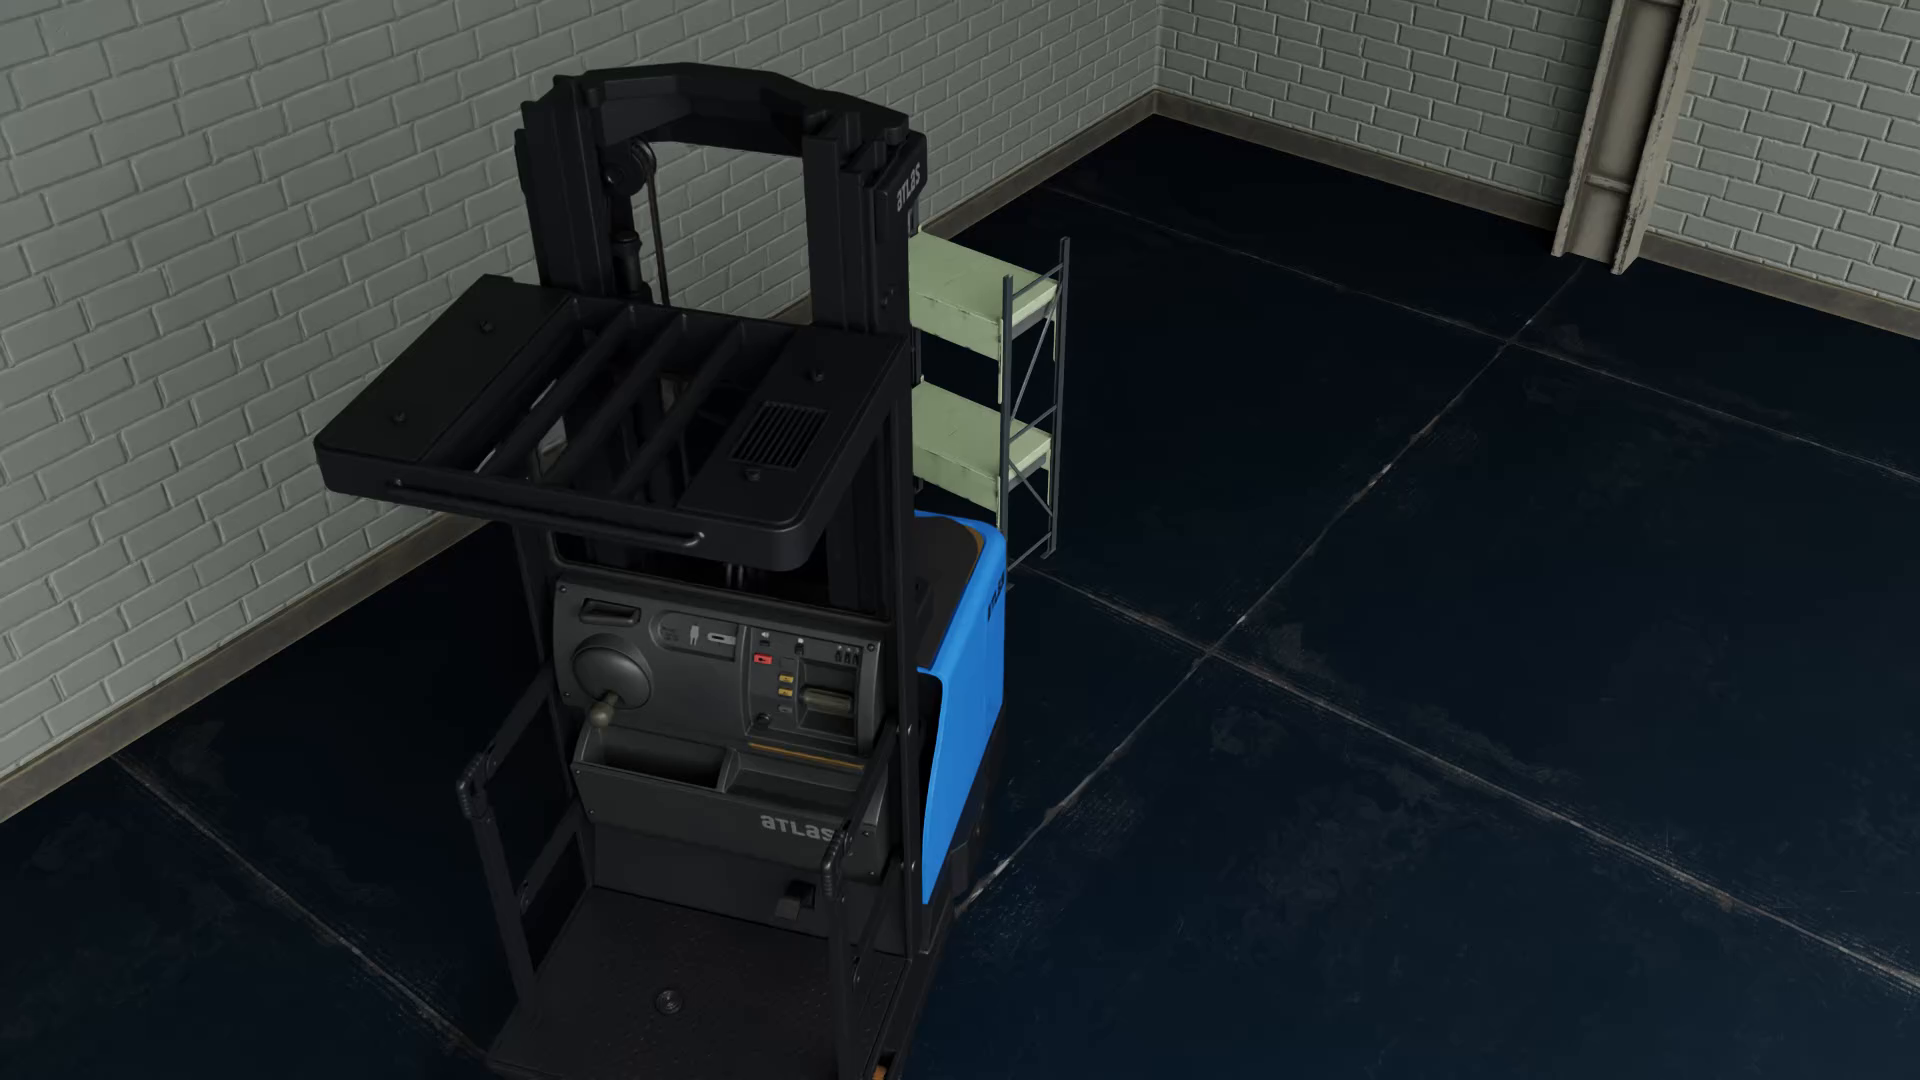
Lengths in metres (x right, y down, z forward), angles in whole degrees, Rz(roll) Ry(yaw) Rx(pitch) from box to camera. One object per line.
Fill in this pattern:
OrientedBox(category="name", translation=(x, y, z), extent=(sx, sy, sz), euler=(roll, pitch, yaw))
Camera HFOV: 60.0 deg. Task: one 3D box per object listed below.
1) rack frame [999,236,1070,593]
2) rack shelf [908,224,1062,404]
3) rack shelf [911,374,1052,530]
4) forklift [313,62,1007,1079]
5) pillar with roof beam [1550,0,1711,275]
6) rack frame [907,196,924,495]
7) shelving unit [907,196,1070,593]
OrientedBox(category="rack frame", translation=(0.285, -0.456, 6.616), extent=(0.023, 1.500, 0.400), euler=(25, 45, 29))
OrientedBox(category="rack shelf", translation=(-0.005, -0.900, 6.550), extent=(0.720, 0.370, 0.431), euler=(25, 45, 29))
OrientedBox(category="rack shelf", translation=(-0.005, -0.336, 6.992), extent=(0.720, 0.370, 0.431), euler=(25, 45, 29))
OrientedBox(category="forklift", translation=(-0.719, 0.431, 4.321), extent=(1.130, 2.935, 3.031), euler=(10, 39, 12))
OrientedBox(category="pillar with roof beam", translation=(0.931, -3.033, 3.825), extent=(0.400, 9.000, 9.100), euler=(25, 45, 29))
OrientedBox(category="rack frame", translation=(-0.296, -0.730, 6.966), extent=(0.023, 1.500, 0.400), euler=(25, 45, 29))
OrientedBox(category="shelving unit", translation=(-0.005, -0.593, 6.791), extent=(0.755, 1.500, 0.431), euler=(25, 45, 29))
